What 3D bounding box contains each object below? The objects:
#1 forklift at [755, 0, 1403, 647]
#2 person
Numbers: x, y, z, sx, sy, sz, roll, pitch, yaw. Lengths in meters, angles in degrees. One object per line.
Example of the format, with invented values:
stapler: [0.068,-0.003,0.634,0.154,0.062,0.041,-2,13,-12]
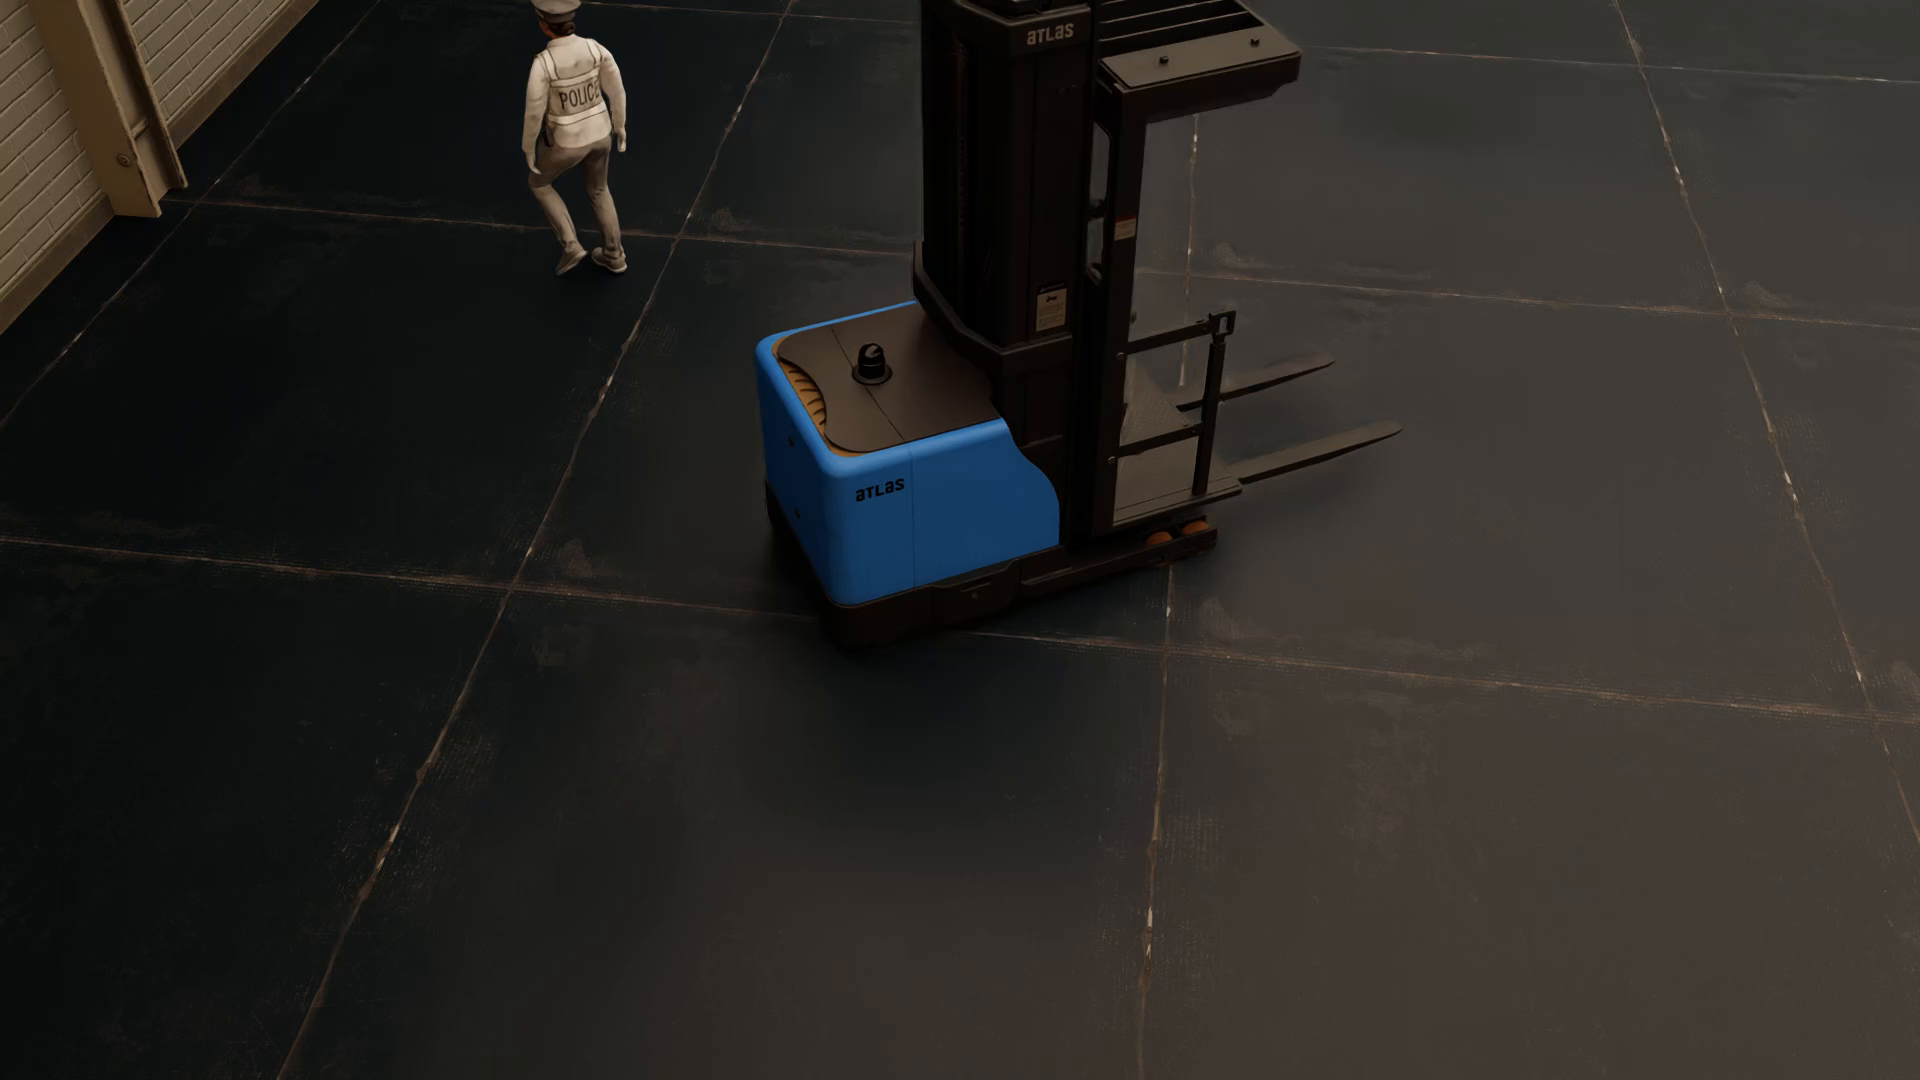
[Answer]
forklift: [0.654,-1.266,7.103,3.031,2.935,1.130,-16,45,-17]
person: [-2.127,-2.207,9.075,0.611,1.653,0.440,-32,51,-30]
